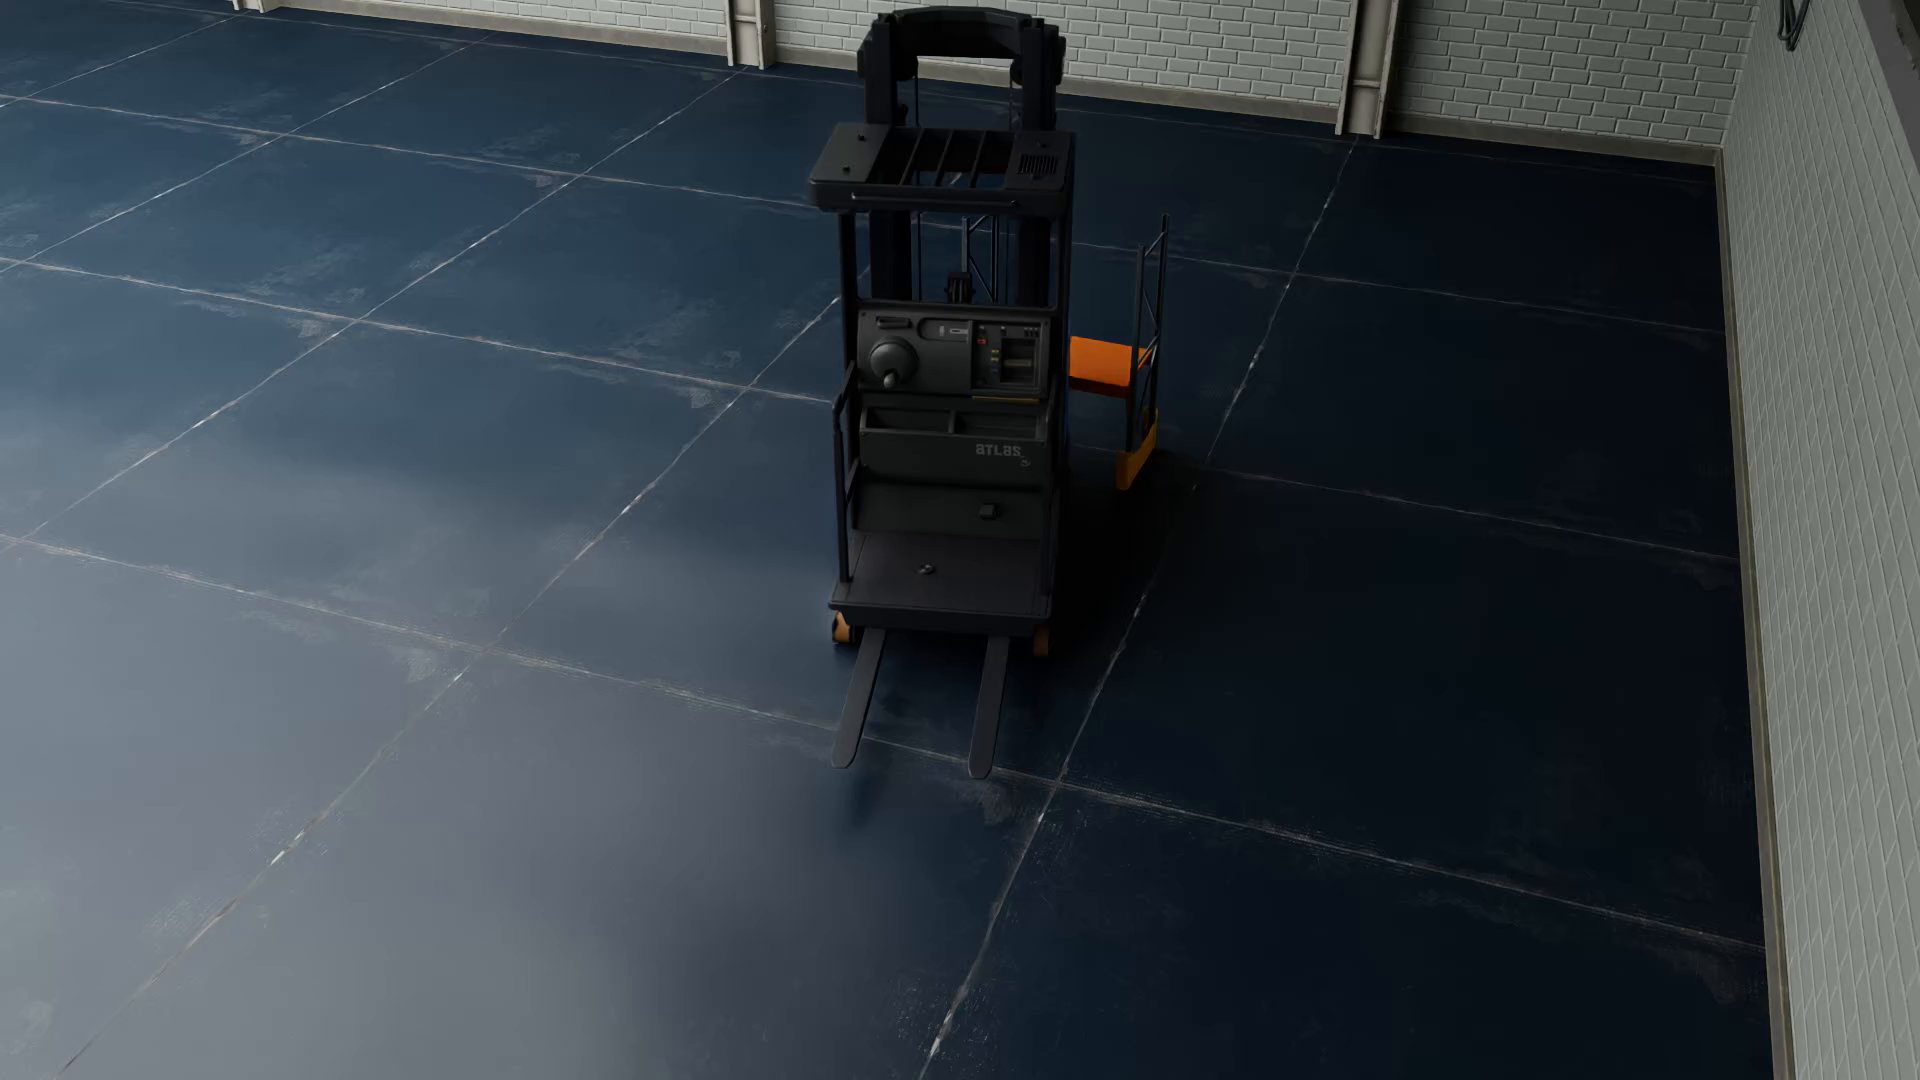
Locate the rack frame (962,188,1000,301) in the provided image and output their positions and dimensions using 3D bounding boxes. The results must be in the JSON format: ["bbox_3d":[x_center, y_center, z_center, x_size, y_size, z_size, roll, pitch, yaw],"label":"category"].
[{"bbox_3d":[0.120,-1.276,9.811,0.032,1.500,0.500,13,35,19],"label":"rack frame"}]

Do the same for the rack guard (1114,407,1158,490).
[{"bbox_3d":[1.043,-0.545,9.832,0.087,0.250,0.587,13,35,19],"label":"rack guard"}]

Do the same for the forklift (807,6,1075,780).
[{"bbox_3d":[-0.053,-0.846,7.826,1.130,2.935,3.031,4,33,5],"label":"forklift"}]

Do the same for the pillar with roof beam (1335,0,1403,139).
[{"bbox_3d":[2.129,-5.243,9.043,0.400,9.000,9.100,11,34,16],"label":"pillar with roof beam"}]

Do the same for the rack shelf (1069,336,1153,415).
[{"bbox_3d":[0.591,-1.020,9.747,1.000,0.185,0.538,13,35,19],"label":"rack shelf"}]

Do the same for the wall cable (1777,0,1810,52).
[{"bbox_3d":[5.908,-4.923,11.409,0.112,2.526,3.097,11,34,16],"label":"wall cable"}]

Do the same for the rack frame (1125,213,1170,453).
[{"bbox_3d":[1.061,-1.066,9.487,0.032,1.500,0.500,13,35,19],"label":"rack frame"}]

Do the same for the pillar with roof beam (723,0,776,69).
[{"bbox_3d":[-3.519,-6.341,10.744,0.400,9.000,9.100,11,34,16],"label":"pillar with roof beam"}]

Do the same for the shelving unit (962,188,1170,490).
[{"bbox_3d":[0.582,-1.173,9.652,1.083,1.500,0.587,13,35,19],"label":"shelving unit"}]

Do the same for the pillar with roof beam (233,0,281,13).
[{"bbox_3d":[-9.168,-7.439,12.444,0.400,9.000,9.100,11,34,16],"label":"pillar with roof beam"}]
